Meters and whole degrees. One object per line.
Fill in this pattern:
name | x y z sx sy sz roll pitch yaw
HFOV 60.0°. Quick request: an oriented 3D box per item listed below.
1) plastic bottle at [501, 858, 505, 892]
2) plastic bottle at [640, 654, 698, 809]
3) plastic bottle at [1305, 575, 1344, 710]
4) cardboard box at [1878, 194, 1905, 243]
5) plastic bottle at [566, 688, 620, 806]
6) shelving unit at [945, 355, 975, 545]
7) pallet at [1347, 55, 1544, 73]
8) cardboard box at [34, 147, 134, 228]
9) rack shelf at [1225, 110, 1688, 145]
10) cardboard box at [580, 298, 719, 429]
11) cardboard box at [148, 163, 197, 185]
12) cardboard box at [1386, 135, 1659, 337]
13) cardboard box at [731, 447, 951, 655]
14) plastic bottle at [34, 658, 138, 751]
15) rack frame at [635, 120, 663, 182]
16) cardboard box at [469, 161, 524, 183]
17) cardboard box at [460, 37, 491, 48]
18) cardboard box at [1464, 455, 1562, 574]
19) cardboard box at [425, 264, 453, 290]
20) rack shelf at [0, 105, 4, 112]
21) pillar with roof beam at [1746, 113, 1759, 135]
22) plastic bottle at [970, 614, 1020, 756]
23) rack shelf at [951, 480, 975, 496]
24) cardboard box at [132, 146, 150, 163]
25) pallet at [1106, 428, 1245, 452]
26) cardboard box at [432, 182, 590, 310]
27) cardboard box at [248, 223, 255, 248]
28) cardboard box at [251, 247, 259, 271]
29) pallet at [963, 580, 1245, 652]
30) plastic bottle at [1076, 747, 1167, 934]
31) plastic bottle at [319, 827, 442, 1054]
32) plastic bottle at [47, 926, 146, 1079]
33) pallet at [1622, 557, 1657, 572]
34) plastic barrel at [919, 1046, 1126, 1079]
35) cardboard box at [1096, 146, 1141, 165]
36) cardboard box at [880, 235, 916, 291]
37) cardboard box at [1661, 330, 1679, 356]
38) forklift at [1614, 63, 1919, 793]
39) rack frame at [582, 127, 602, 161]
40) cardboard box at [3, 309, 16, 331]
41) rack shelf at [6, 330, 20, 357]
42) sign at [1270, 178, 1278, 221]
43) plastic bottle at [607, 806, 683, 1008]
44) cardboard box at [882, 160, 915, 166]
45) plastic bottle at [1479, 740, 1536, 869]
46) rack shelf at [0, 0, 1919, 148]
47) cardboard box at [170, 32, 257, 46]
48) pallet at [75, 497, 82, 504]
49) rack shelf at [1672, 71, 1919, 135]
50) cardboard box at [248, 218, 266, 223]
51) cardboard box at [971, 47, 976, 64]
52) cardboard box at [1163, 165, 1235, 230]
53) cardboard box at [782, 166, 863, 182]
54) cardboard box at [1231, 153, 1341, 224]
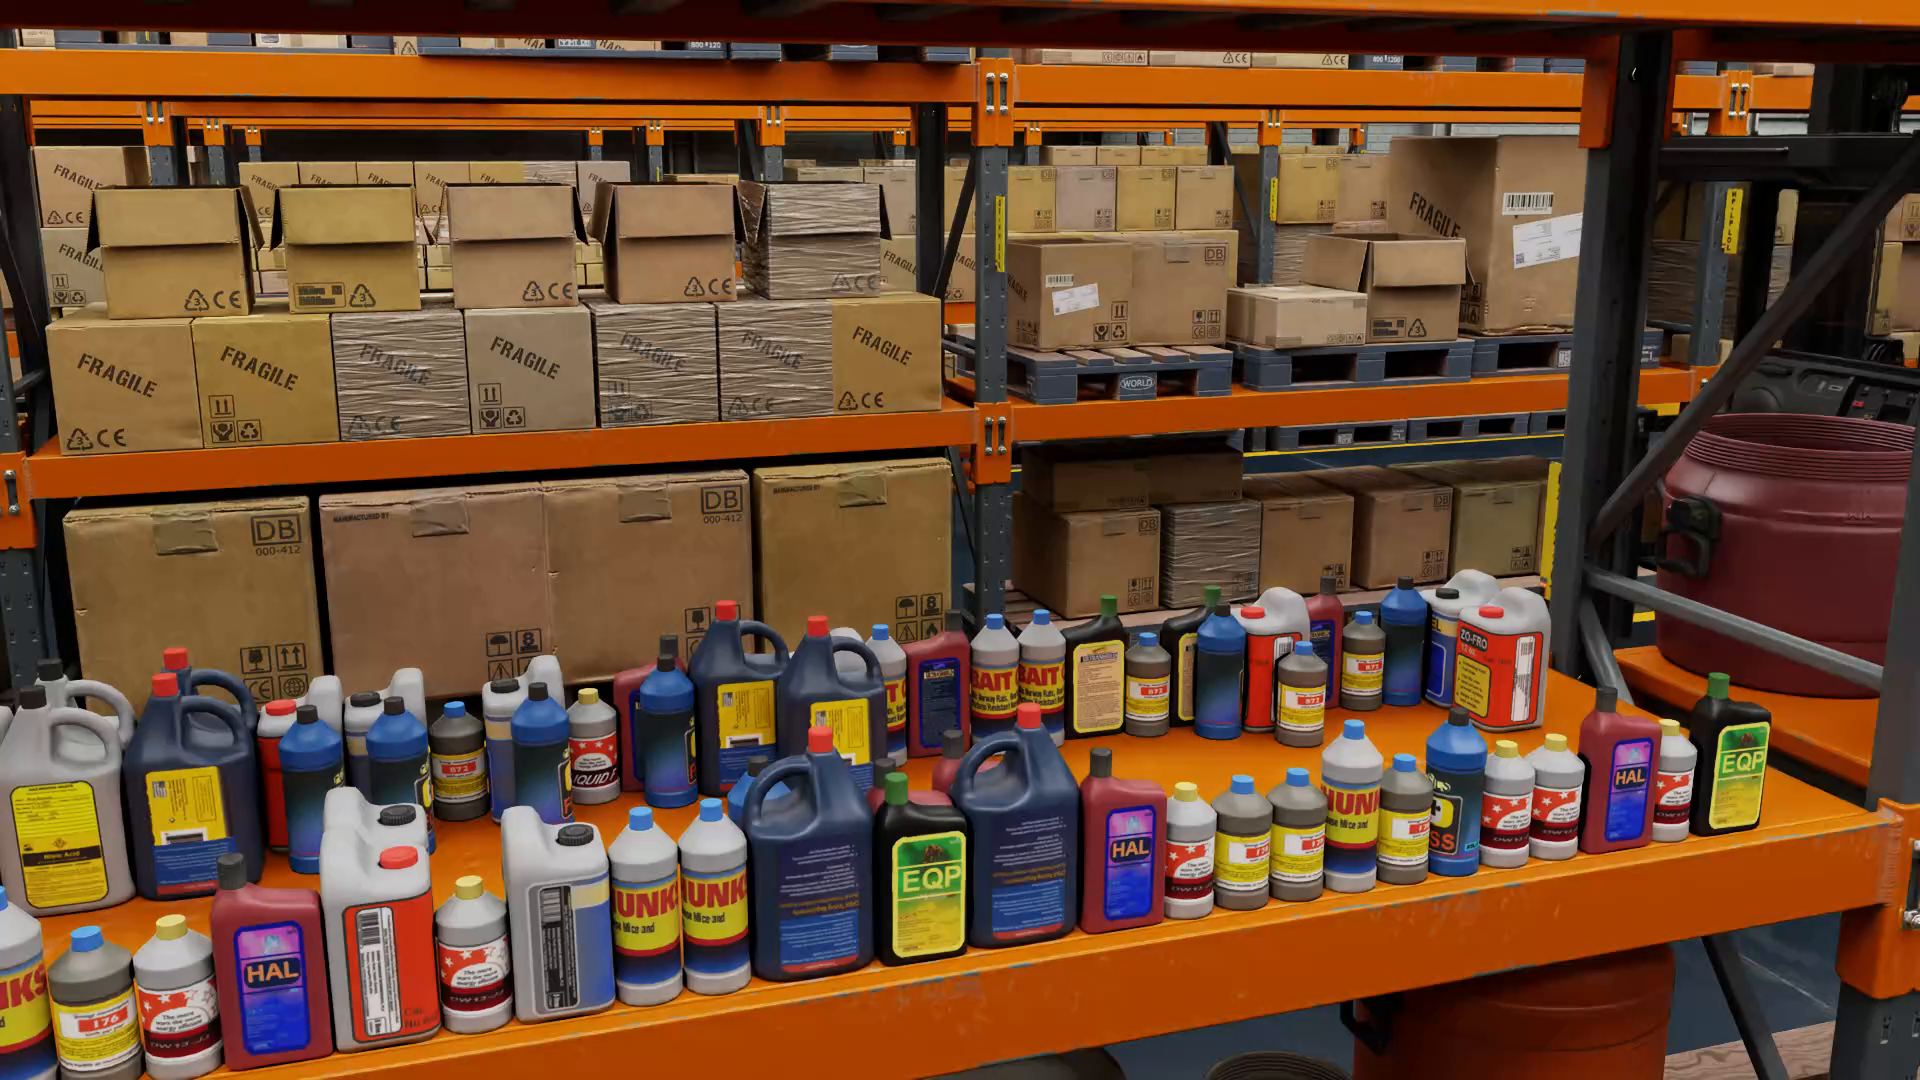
plastic bottle | -0.615 0.515 2.425 0.097 0.201 0.097 0 13 0
plastic bottle | -0.527 0.341 3.007 0.097 0.271 0.097 0 13 0
plastic bottle | 0.736 0.217 3.500 0.133 0.283 0.061 -4 14 -18
cardboard box | 4.768 -1.891 9.090 0.500 0.500 0.500 -4 14 -18
plastic bottle | -0.672 0.371 3.029 0.097 0.201 0.097 0 13 0
shelving unit | 0.014 -0.585 10.508 0.189 1.200 0.258 -4 14 -18
pallet | 2.186 -2.465 8.447 1.003 0.211 1.213 -4 14 -18
cardboard box | -5.641 -2.287 10.756 0.500 0.500 0.500 -5 14 -20
rack shelf | 4.196 -3.549 14.152 4.000 0.370 1.077 -4 14 -18
cardboard box | -1.358 -0.784 7.243 0.500 0.500 0.500 -5 14 -20
cardboard box | -7.315 -3.219 15.317 0.500 0.500 0.500 -5 14 -19
cardboard box | 2.989 -1.665 8.955 1.000 1.000 1.000 -4 14 -18
cardboard box | -0.665 -0.025 7.952 0.875 0.875 1.225 -5 14 -21
plastic bottle | -1.449 0.365 2.734 0.185 0.351 0.144 -4 14 -18
rack frame | -3.165 -3.075 17.087 0.127 3.000 1.000 -4 14 -18
cardboard box | -4.528 -3.439 16.243 0.500 0.500 0.500 -4 14 -18
cardboard box | -4.743 -4.593 15.865 0.500 0.500 0.500 -4 14 -18
cardboard box | 3.198 -0.154 9.258 0.500 0.500 0.700 -6 14 -22
cardboard box | -3.526 -1.809 11.402 0.250 0.149 0.380 -5 14 -19
rack shelf | -5.691 -1.568 5.824 4.000 0.370 1.077 -4 14 -18
pillar with roof beam | 14.630 -7.760 23.819 0.400 9.000 9.100 -4 14 -18
plastic bottle | 0.068 0.280 3.264 0.097 0.271 0.097 0 13 0
rack shelf | 0.014 -0.308 10.574 0.180 0.103 0.258 -4 14 -18
cardboard box | -7.431 -3.542 15.273 0.250 0.149 0.380 -4 14 -17
pallet | 1.593 -0.862 13.809 1.213 0.211 1.003 -4 14 -18
cardboard box | -1.954 -1.289 7.196 0.637 0.503 0.797 -4 14 -16
cardboard box | -4.761 -2.001 10.923 0.250 0.149 0.380 -4 14 -15
cardboard box | -4.761 -1.856 10.957 0.250 0.149 0.380 -4 14 -17
pallet | 0.737 0.398 8.513 1.213 0.211 1.003 -4 14 -18
plastic bottle | 0.245 0.450 2.522 0.133 0.283 0.061 -4 14 -18
plastic bottle | -0.778 0.522 2.235 0.135 0.276 0.152 -4 14 -18
plastic bottle | -1.098 0.590 2.111 0.097 0.201 0.097 0 13 0
pallet | 4.412 0.103 9.754 1.213 0.211 1.003 -4 14 -18
plastic barrel | 0.047 1.277 3.095 0.708 0.588 0.600 -4 14 -18
cardboard box | 1.603 -4.067 18.241 0.500 0.500 0.700 -4 14 -18
cardboard box | -0.498 -2.057 12.593 0.500 0.500 0.500 -5 14 -19
cardboard box | 3.897 -1.155 9.557 0.250 0.149 0.380 -4 14 -18
forklift | 3.313 -0.560 6.664 3.031 2.935 1.130 -4 14 -17
rack frame | -4.752 -4.163 21.662 0.127 3.000 1.000 -4 14 -18
cardboard box | -6.225 -1.453 10.812 0.250 0.149 0.380 -5 14 -20
rack shelf | -7.177 -1.204 10.775 4.000 0.370 1.077 -4 14 -18
sign | 2.483 -2.698 13.173 0.005 0.325 0.100 -4 14 -18
plastic bottle | -0.439 0.504 2.318 0.097 0.271 0.097 0 13 0
cardboard box | -0.641 -3.920 17.474 0.250 0.149 0.380 -5 14 -20
plastic bottle | 0.902 0.434 2.766 0.097 0.201 0.097 0 13 0
rack shelf | -0.320 -0.777 2.498 4.000 0.370 1.077 -4 14 -18
cardboard box | -4.887 -3.417 10.922 0.500 0.500 0.700 -4 14 -18
pallet | -5.907 -0.287 11.395 1.213 0.211 1.003 -4 14 -18
rack shelf | 5.682 -2.453 9.547 4.000 0.370 1.077 -4 14 -18
cardboard box | -4.963 -2.145 11.529 0.250 0.149 0.380 -4 14 -15
cardboard box | 0.368 -2.376 7.993 0.500 0.250 0.500 -4 14 -18
cardboard box | 1.832 -2.789 13.508 0.500 0.500 0.700 -5 14 -19
cardboard box | -1.062 -2.562 12.557 0.500 0.500 0.700 -5 14 -18
cardboard box | 2.661 -2.910 13.736 0.550 0.550 0.875 -4 14 -18
